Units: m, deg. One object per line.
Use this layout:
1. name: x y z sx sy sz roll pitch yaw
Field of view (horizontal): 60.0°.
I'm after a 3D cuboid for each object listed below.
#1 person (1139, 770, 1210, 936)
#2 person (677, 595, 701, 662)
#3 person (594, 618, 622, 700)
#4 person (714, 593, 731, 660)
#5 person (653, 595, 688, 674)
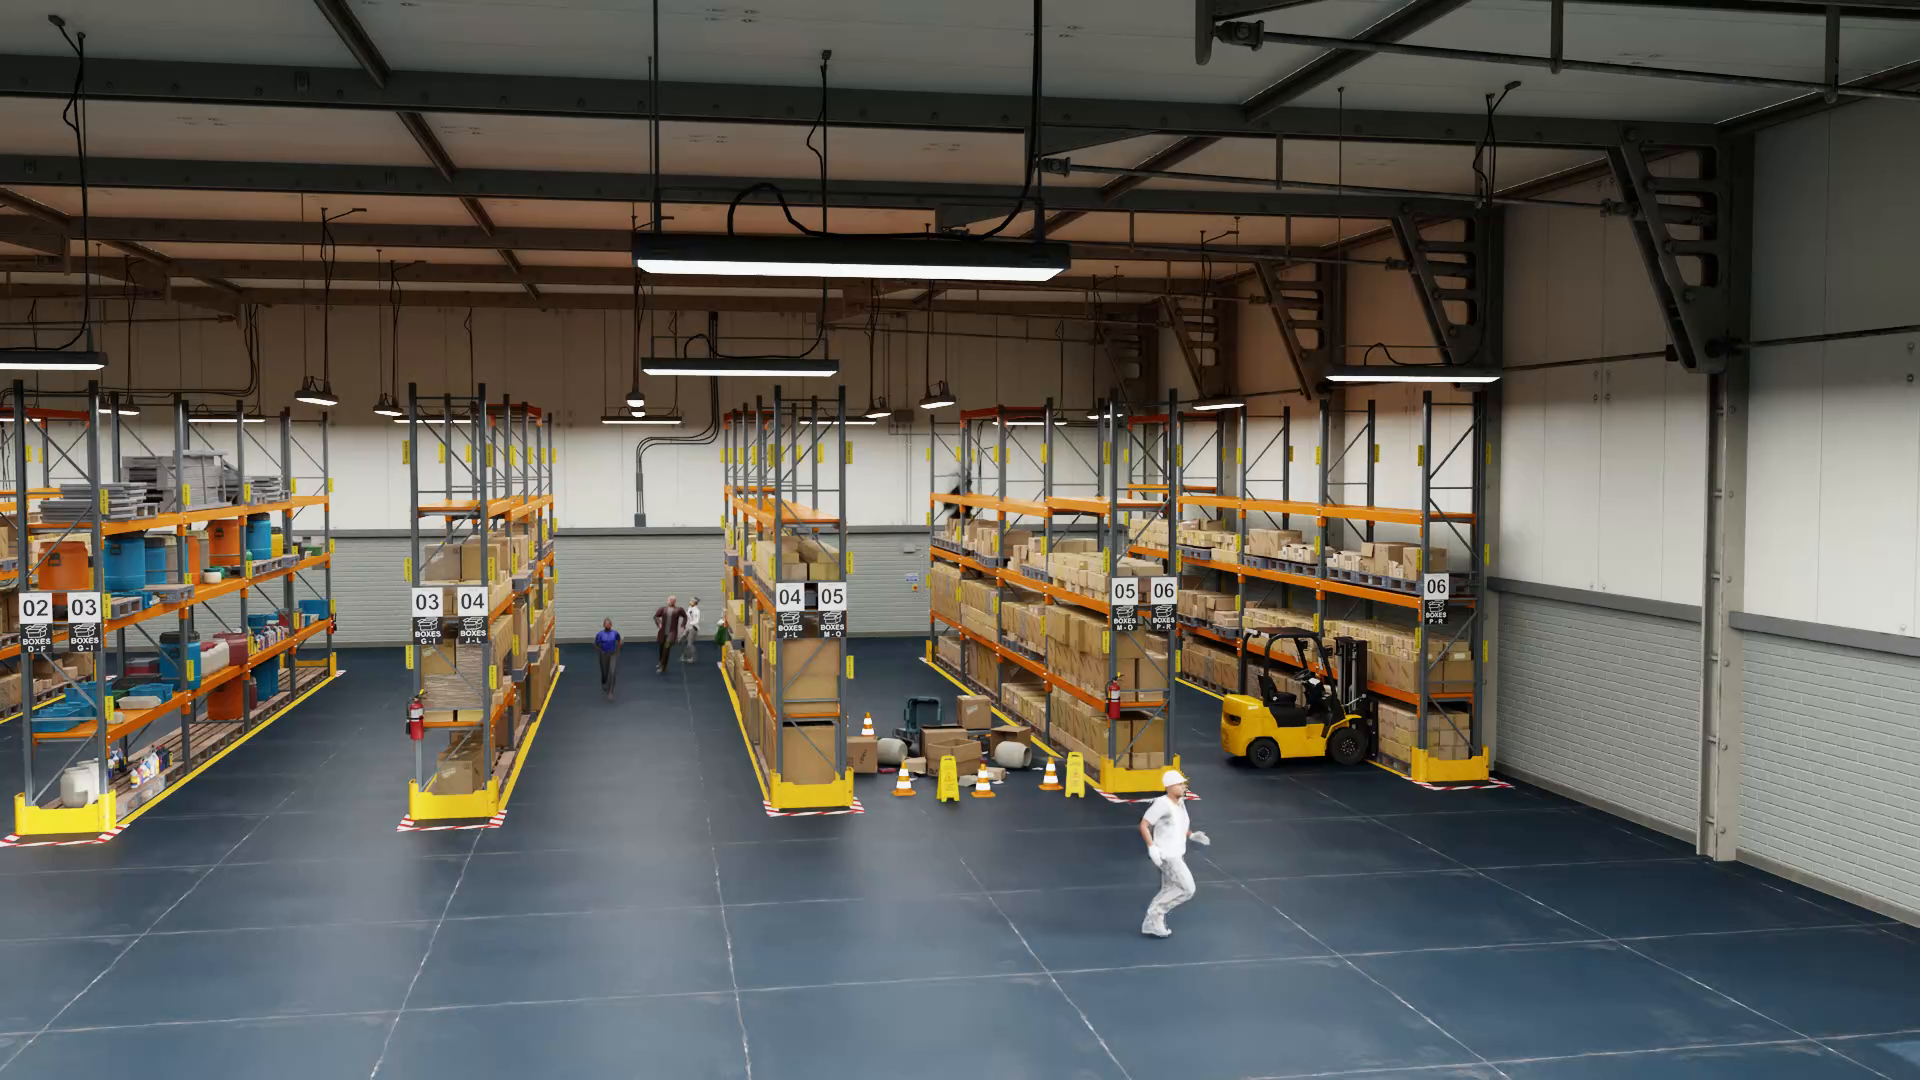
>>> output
1. person: 2.215 3.247 17.175 0.697 1.730 0.674 1 3 23
2. person: -6.478 2.140 39.944 0.601 1.629 0.620 3 4 44
3. person: -7.275 2.496 34.409 0.579 1.566 0.818 -1 3 -16
4. person: -5.663 2.087 40.261 0.552 1.732 0.672 -2 3 -31
5. person: -6.726 2.165 38.430 0.760 1.768 1.027 0 3 4
